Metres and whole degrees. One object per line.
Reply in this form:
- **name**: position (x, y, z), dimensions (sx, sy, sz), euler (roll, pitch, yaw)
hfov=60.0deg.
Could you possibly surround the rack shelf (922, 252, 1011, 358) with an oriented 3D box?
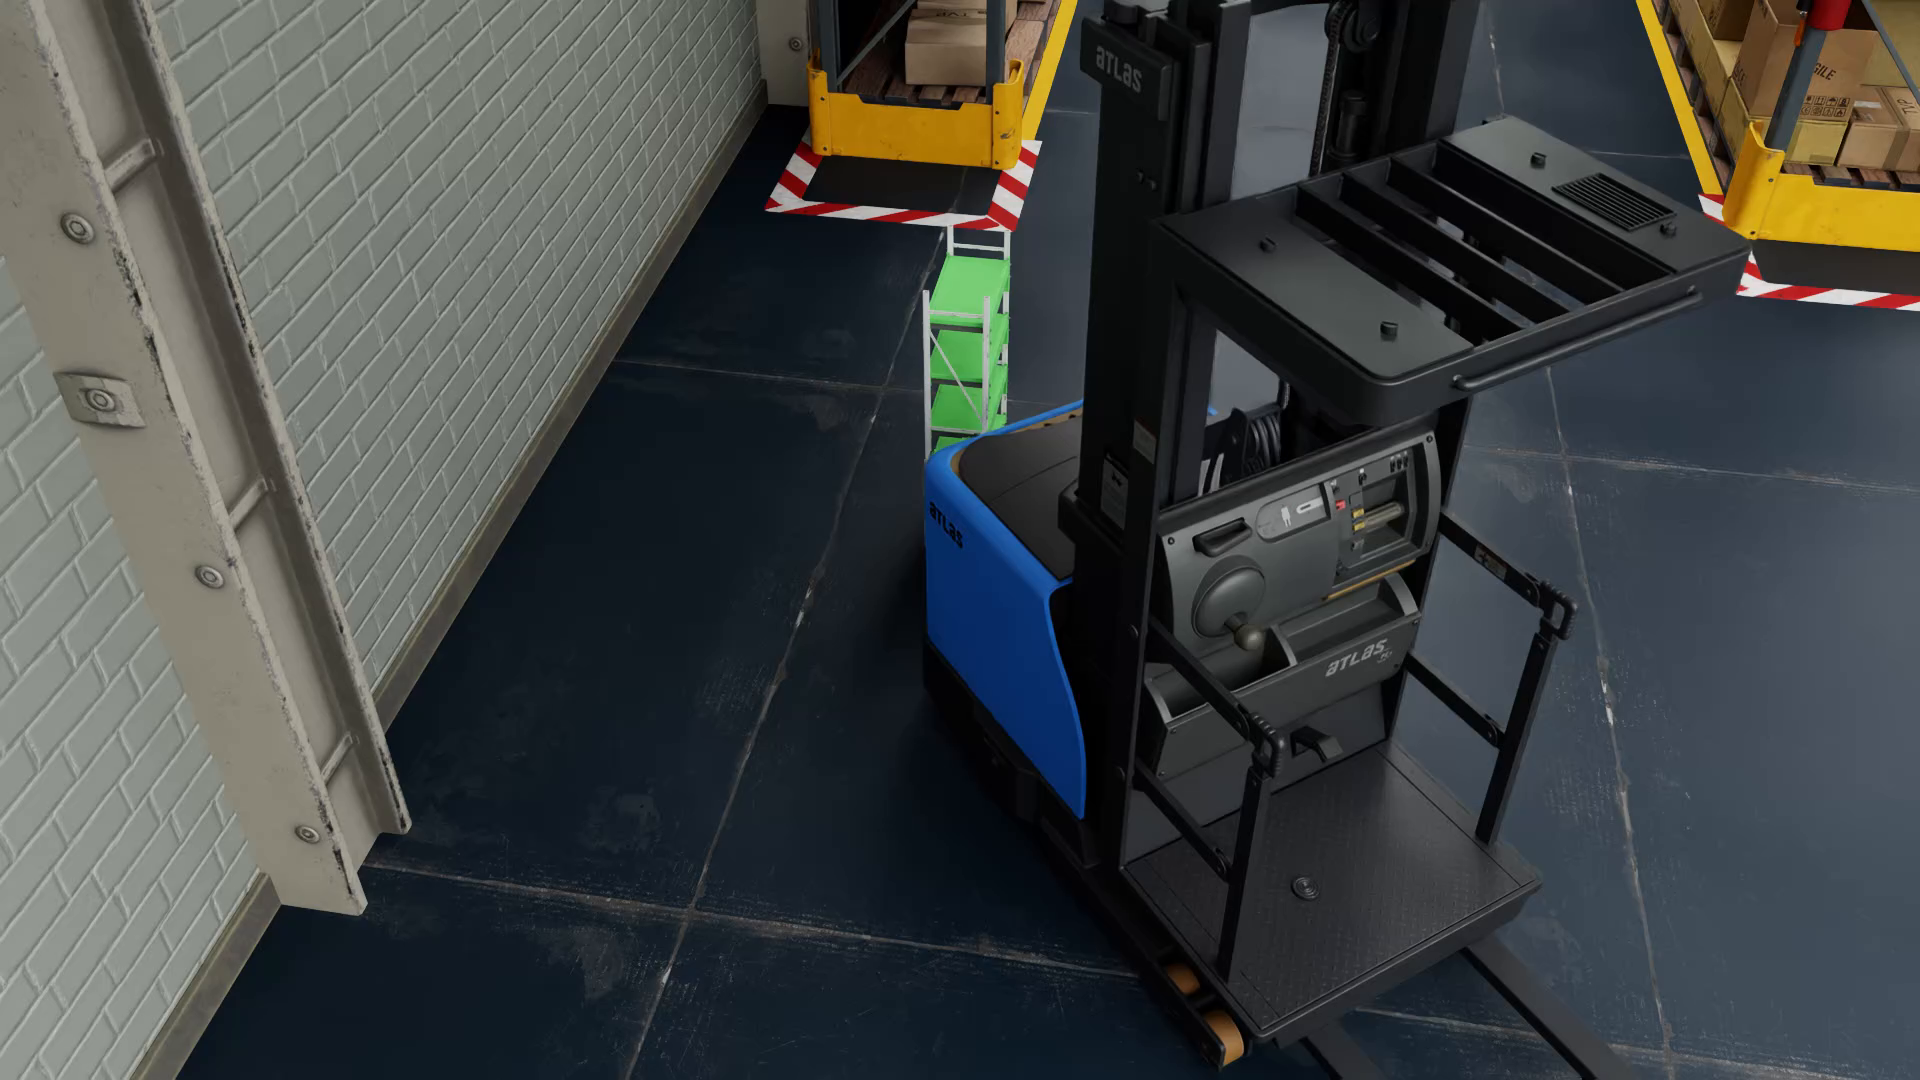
- **rack shelf**: position (0.029, -0.887, 6.228), dimensions (0.258, 0.148, 0.480), euler (6, 40, 8)

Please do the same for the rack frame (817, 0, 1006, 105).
- **rack frame**: position (-0.259, -3.330, 8.424), dimensions (1.000, 3.000, 0.127), euler (6, 40, 8)

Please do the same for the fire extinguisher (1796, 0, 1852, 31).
- **fire extinguisher**: position (4.142, -2.734, 7.763), dimensions (0.296, 0.674, 0.183), euler (6, 40, 8)

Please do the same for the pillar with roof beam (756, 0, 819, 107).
- **pillar with roof beam**: position (3.250, -5.702, 6.585), dimensions (9.100, 9.000, 0.400), euler (6, 40, 8)

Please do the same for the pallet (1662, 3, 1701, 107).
- **pallet**: position (4.925, -2.960, 10.164), dimensions (1.003, 0.211, 1.213), euler (6, 40, 8)

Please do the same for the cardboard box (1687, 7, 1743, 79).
- **cardboard box**: position (4.581, -2.887, 9.716), dimensions (0.500, 0.250, 0.500), euler (6, 40, 8)

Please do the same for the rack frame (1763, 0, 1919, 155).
- **rack frame**: position (4.620, -2.786, 7.766), dimensions (1.000, 3.000, 0.127), euler (6, 40, 8)

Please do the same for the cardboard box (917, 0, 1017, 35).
- **cardboard box**: position (0.048, -3.246, 10.087), dimensions (0.500, 0.311, 0.500), euler (10, 41, 11)

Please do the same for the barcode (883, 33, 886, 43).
- **barcode**: position (-0.442, -2.947, 9.718), dimensions (0.001, 0.075, 0.075), euler (6, 40, 8)

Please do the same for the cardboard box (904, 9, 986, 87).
- **cardboard box**: position (-0.051, -2.888, 9.654), dimensions (0.500, 0.311, 0.500), euler (2, 40, 3)

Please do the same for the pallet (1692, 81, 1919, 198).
- **pallet**: position (4.711, -2.196, 9.241), dimensions (1.003, 0.211, 1.213), euler (6, 40, 8)

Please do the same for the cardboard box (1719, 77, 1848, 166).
- **cardboard box**: position (4.422, -2.258, 8.955), dimensions (0.500, 0.250, 0.500), euler (6, 40, 8)

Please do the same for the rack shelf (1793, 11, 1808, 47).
- **rack shelf**: position (4.966, -3.764, 9.514), dimensions (1.077, 0.370, 4.000), euler (6, 40, 8)

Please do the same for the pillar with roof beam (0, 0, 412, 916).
- **pillar with roof beam**: position (2.212, -1.937, 2.031), dimensions (9.100, 9.000, 0.400), euler (6, 40, 8)

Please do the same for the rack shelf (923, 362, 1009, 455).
- **rack shelf**: position (0.029, -0.517, 6.534), dimensions (0.258, 0.148, 0.480), euler (6, 40, 8)

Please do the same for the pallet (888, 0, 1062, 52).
- **pallet**: position (0.143, -3.573, 10.906), dimensions (1.003, 0.211, 1.213), euler (6, 40, 8)

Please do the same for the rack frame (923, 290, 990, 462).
- **rack frame**: position (-0.014, -0.413, 6.308), dimensions (0.240, 1.200, 0.015), euler (6, 40, 8)

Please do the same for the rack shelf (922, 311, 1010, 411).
- **rack shelf**: position (0.029, -0.702, 6.381), dimensions (0.258, 0.148, 0.480), euler (6, 40, 8)

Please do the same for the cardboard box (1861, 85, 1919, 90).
- **cardboard box**: position (5.015, -2.515, 9.266), dimensions (0.500, 0.250, 0.500), euler (6, 40, 8)

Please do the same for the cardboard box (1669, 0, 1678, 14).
- **cardboard box**: position (4.750, -3.515, 10.476), dimensions (0.500, 0.250, 0.500), euler (6, 40, 8)

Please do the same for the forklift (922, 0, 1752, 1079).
- **forklift**: position (1.045, 0.072, 4.363), dimensions (1.130, 2.935, 3.031), euler (-20, 44, -23)

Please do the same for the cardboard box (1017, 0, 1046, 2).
- **cardboard box**: position (0.224, -3.773, 10.576), dimensions (0.700, 0.500, 0.500), euler (4, 40, 5)

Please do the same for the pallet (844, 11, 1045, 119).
- **pallet**: position (-0.071, -2.809, 9.982), dimensions (1.003, 0.211, 1.213), euler (6, 40, 8)

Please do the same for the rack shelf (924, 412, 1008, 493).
- **rack shelf**: position (0.029, -0.332, 6.687), dimensions (0.258, 0.148, 0.480), euler (6, 40, 8)

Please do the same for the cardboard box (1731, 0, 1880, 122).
- **cardboard box**: position (4.420, -2.547, 8.716), dimensions (0.500, 0.500, 0.500), euler (6, 40, 8)

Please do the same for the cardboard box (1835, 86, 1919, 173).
- **cardboard box**: position (4.932, -2.201, 8.886), dimensions (0.500, 0.250, 0.500), euler (6, 40, 8)

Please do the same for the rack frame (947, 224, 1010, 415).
- **rack frame**: position (0.071, -0.719, 6.679), dimensions (0.240, 1.200, 0.015), euler (6, 40, 8)

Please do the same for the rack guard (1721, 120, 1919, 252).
- **rack guard**: position (4.616, -1.808, 8.544), dimensions (1.175, 0.500, 0.348), euler (6, 40, 8)

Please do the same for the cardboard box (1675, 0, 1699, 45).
- **cardboard box**: position (4.670, -3.200, 10.095), dimensions (0.500, 0.250, 0.500), euler (6, 40, 8)

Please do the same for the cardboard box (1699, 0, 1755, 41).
- **cardboard box**: position (4.579, -3.176, 9.477), dimensions (0.500, 0.500, 0.500), euler (6, 40, 8)

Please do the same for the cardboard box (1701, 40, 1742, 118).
- **cardboard box**: position (4.497, -2.573, 9.336), dimensions (0.500, 0.250, 0.500), euler (6, 40, 8)

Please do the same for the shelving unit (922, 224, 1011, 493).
- **shelving unit**: position (0.029, -0.566, 6.493), dimensions (0.258, 1.200, 0.503), euler (6, 40, 8)

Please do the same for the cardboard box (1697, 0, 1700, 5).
- **cardboard box**: position (4.666, -3.490, 9.857), dimensions (0.500, 0.500, 0.500), euler (6, 40, 8)

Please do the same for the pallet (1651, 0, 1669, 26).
- **pallet**: position (5.134, -3.728, 11.093), dimensions (1.003, 0.211, 1.213), euler (6, 40, 8)

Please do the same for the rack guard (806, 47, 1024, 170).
- **rack guard**: position (-0.246, -2.415, 9.278), dimensions (1.175, 0.500, 0.348), euler (6, 40, 8)

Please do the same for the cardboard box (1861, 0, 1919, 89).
- **cardboard box**: position (5.017, -2.804, 9.027), dimensions (0.500, 0.500, 0.500), euler (6, 40, 8)
